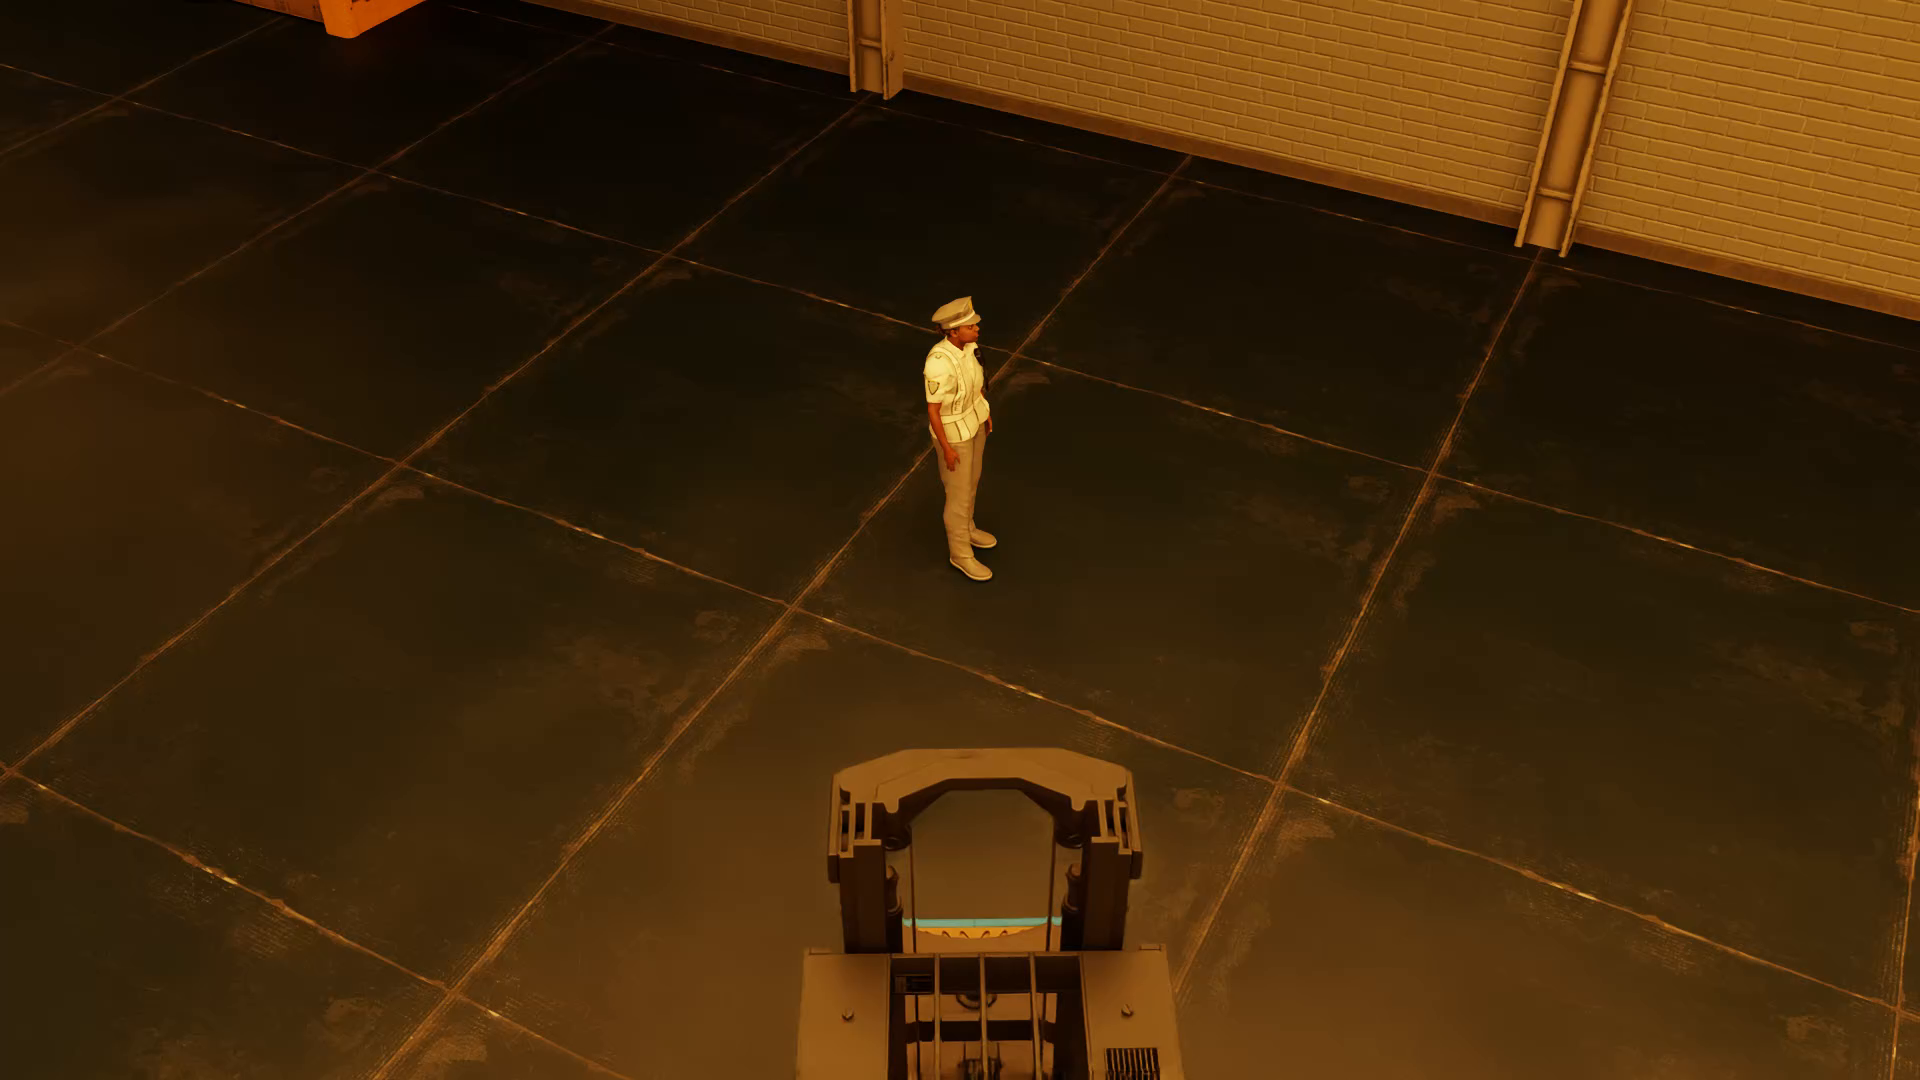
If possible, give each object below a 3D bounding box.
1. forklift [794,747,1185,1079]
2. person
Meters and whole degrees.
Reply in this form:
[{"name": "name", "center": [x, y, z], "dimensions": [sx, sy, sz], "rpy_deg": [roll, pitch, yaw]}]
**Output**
[{"name": "forklift", "center": [0.080, 2.192, 5.384], "dimensions": [1.130, 2.935, 3.031], "rpy_deg": [-1, 40, -1]}, {"name": "person", "center": [0.057, -0.620, 9.671], "dimensions": [0.530, 1.695, 0.569], "rpy_deg": [18, 43, 21]}]
